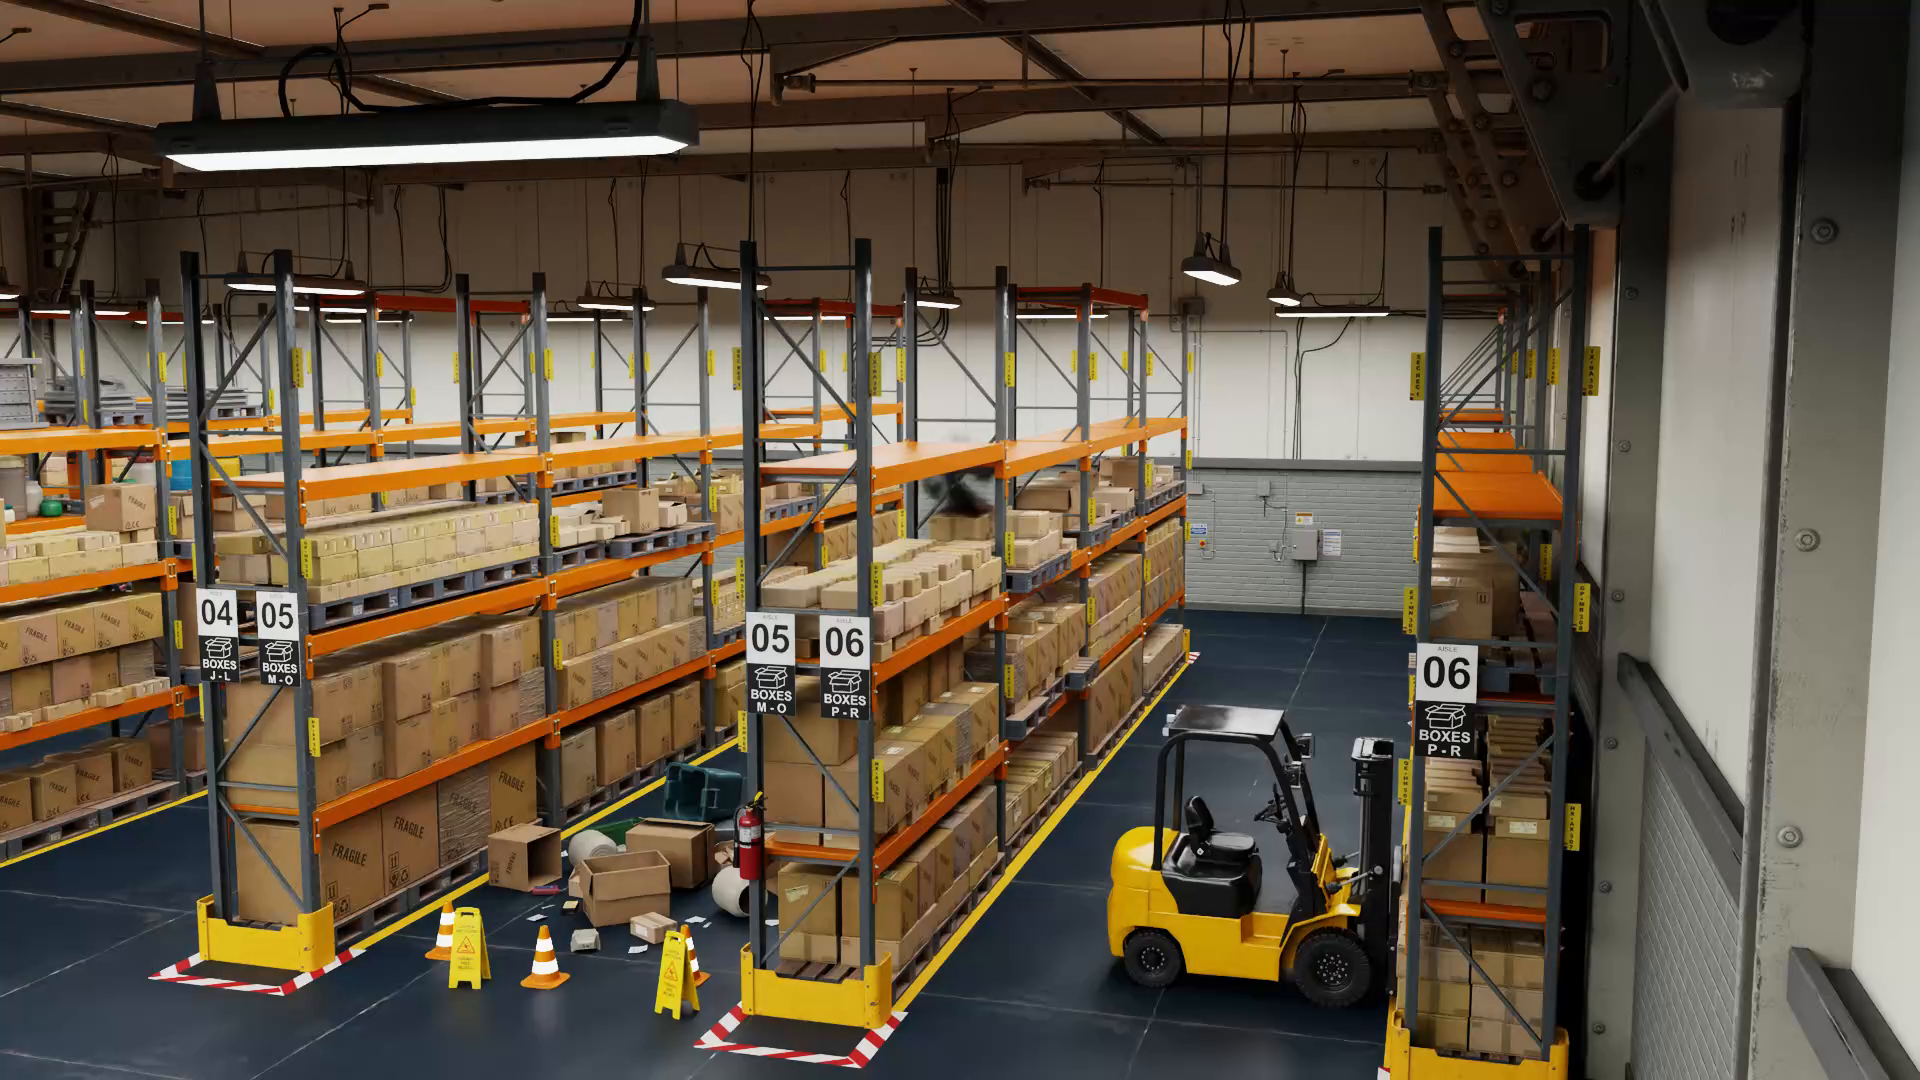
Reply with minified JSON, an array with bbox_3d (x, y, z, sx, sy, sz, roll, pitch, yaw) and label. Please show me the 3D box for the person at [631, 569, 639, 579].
[{"bbox_3d":[-5.358,1.269,27.449,0.534,1.716,0.736,1,6,7],"label":"person"}]
